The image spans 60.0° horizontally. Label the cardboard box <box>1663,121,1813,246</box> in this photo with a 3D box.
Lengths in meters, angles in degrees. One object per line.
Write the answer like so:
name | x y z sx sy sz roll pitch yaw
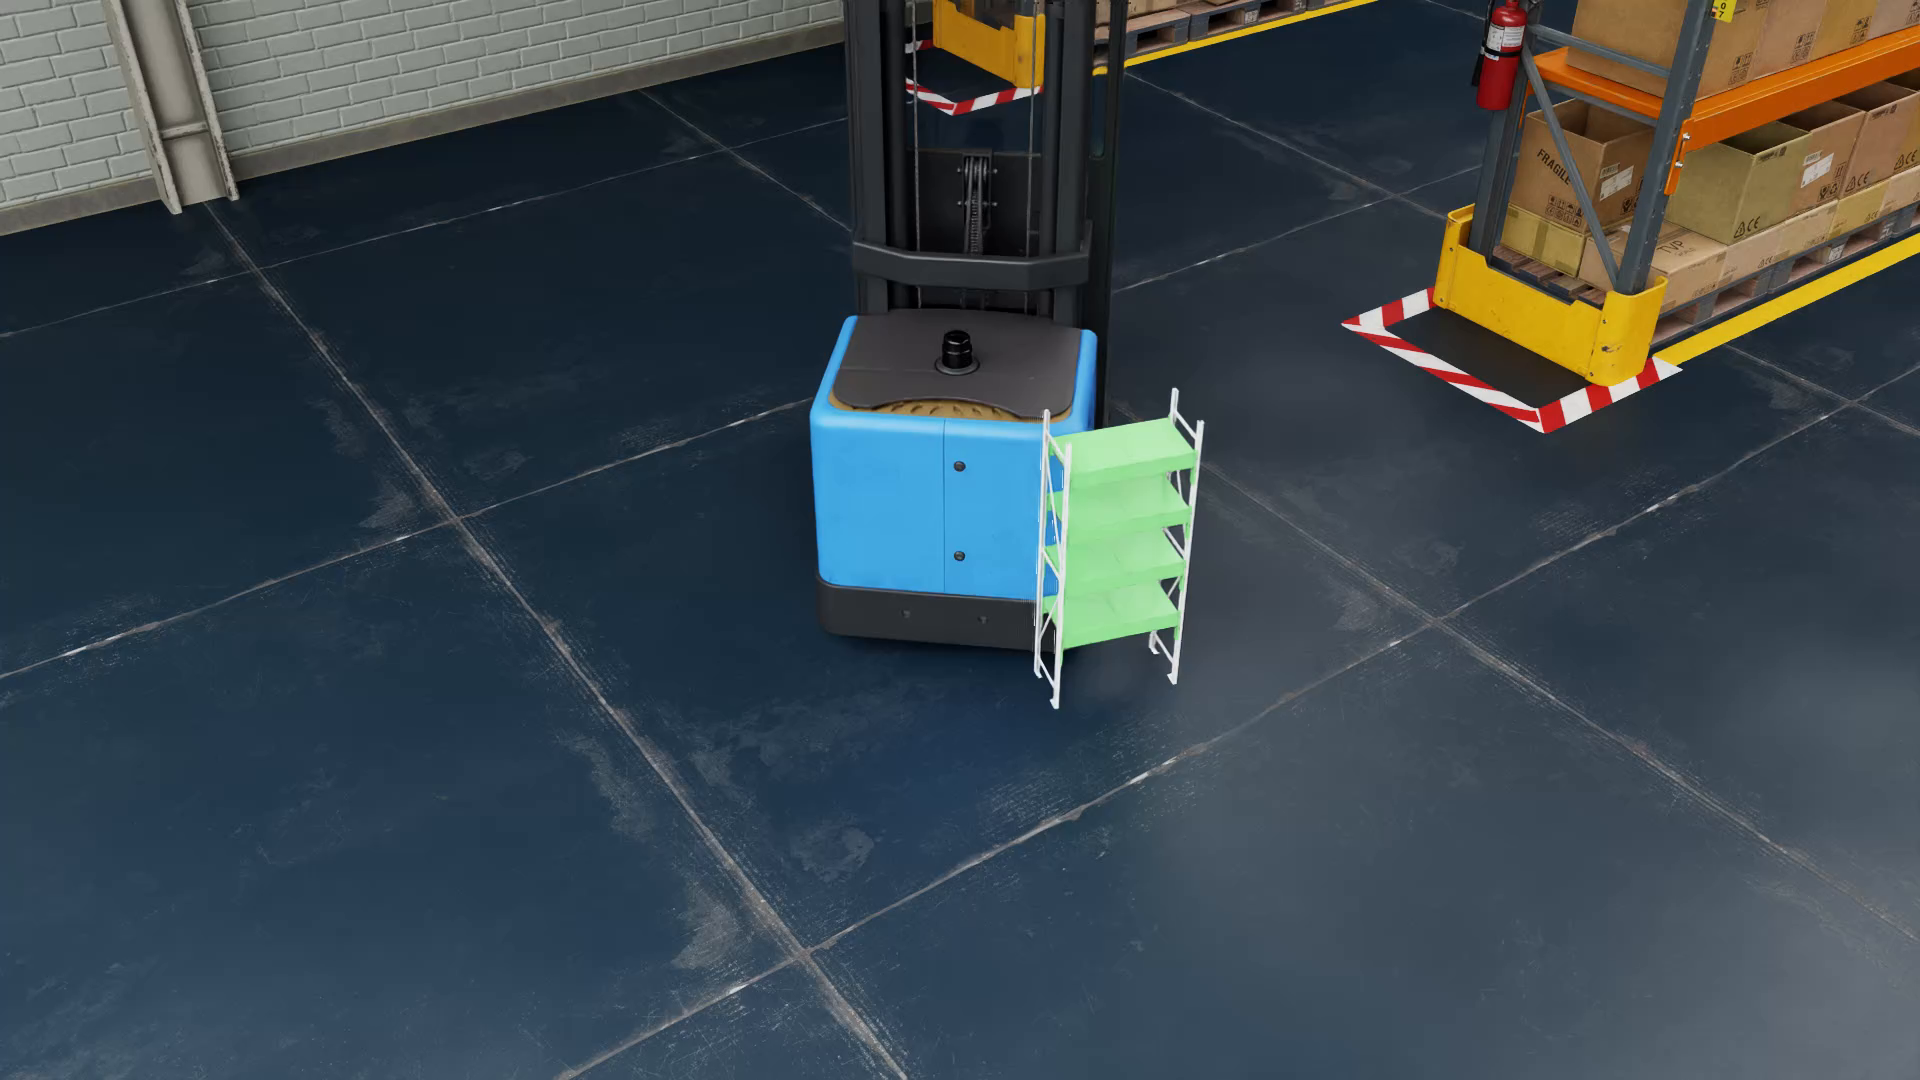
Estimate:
cardboard box | 4.020 -1.916 8.699 0.500 0.500 0.500 -22 41 -28

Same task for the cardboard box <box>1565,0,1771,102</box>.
cardboard box | 3.434 -2.506 8.080 0.500 0.500 0.700 -22 41 -28

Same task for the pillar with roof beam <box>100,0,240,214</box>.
pillar with roof beam | -2.162 -3.688 4.671 0.400 9.000 9.100 -22 41 -28

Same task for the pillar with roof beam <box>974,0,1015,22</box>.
pillar with roof beam | 2.743 -5.707 7.478 0.400 9.000 9.100 -22 41 -28

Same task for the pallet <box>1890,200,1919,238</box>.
pallet | 5.641 -2.280 10.240 1.213 0.211 1.003 -22 41 -28

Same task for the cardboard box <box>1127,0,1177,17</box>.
cardboard box | 1.272 -4.146 12.372 0.500 0.311 0.500 -19 40 -24

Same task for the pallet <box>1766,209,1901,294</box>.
pallet | 4.643 -1.868 9.666 1.213 0.211 1.003 -22 41 -28

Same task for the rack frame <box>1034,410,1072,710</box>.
rack frame | 0.335 0.096 6.087 0.015 1.200 0.240 -11 38 -14

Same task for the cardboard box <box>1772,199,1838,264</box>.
cardboard box | 4.427 -1.781 9.152 0.500 0.250 0.500 -22 41 -28

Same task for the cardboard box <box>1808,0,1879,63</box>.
cardboard box | 4.270 -2.849 8.557 0.500 0.500 0.700 -22 41 -28

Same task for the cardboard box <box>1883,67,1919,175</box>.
cardboard box | 5.240 -2.426 9.407 0.500 0.500 0.500 -22 41 -28

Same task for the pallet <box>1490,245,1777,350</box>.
pallet | 3.646 -1.460 9.099 1.213 0.211 1.003 -22 41 -28

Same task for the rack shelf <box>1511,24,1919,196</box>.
rack shelf | 4.680 -2.695 9.044 4.000 0.370 1.077 -22 41 -28

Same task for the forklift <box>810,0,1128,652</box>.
forklift | 0.128 -1.600 6.965 1.130 2.935 3.031 4 36 6

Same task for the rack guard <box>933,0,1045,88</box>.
rack guard | 0.251 -3.688 11.950 0.348 0.500 1.175 -22 41 -28

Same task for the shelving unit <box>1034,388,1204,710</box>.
shelving unit | 0.568 0.052 6.147 0.503 1.200 0.258 -11 38 -14

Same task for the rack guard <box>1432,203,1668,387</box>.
rack guard | 3.026 -1.292 8.618 0.348 0.500 1.175 -22 41 -28

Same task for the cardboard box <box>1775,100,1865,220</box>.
cardboard box | 4.421 -2.091 8.941 0.500 0.500 0.500 -22 41 -28

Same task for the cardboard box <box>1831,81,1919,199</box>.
cardboard box | 4.840 -2.251 9.163 0.500 0.500 0.500 -22 41 -28

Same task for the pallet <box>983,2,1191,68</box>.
pallet | 0.935 -3.827 12.391 1.213 0.211 1.003 -22 41 -28

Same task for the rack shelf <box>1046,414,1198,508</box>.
rack shelf | 0.569 -0.283 5.901 0.480 0.148 0.258 -11 38 -14

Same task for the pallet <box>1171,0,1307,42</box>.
pallet | 1.932 -4.235 12.958 1.213 0.211 1.003 -22 41 -28

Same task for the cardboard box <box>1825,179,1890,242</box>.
cardboard box | 4.839 -1.947 9.383 0.500 0.250 0.500 -22 41 -28

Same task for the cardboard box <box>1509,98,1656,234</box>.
cardboard box | 3.312 -1.996 8.809 0.500 0.500 0.500 -22 41 -28

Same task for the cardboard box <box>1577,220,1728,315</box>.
cardboard box | 3.612 -1.443 8.682 0.500 0.250 0.500 -22 41 -28

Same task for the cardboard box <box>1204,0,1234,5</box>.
cardboard box | 1.901 -4.446 12.626 0.500 0.500 0.700 -25 43 -31

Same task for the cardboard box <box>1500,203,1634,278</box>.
cardboard box | 3.314 -1.690 9.026 0.500 0.250 0.500 -22 41 -28

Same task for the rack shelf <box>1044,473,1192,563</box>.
rack shelf | 0.568 -0.090 6.043 0.480 0.148 0.258 -11 38 -14

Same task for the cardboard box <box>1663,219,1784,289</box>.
cardboard box | 4.019 -1.613 8.919 0.500 0.250 0.500 -22 41 -28

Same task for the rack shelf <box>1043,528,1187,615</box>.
rack shelf | 0.567 0.104 6.185 0.480 0.148 0.258 -11 38 -14

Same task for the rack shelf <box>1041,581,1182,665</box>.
rack shelf | 0.567 0.297 6.327 0.480 0.148 0.258 -11 38 -14

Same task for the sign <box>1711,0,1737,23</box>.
sign | 3.360 -2.431 7.252 0.005 0.325 0.100 -22 41 -28

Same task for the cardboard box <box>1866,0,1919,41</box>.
cardboard box | 4.698 -3.028 8.806 0.500 0.500 0.700 -21 41 -27

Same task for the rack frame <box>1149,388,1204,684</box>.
rack frame | 0.800 0.009 6.207 0.015 1.200 0.240 -11 38 -14

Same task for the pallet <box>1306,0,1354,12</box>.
pallet | 2.930 -4.648 13.532 1.213 0.211 1.003 -22 41 -28

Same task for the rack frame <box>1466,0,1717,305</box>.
rack frame | 3.045 -2.314 7.899 0.127 3.000 1.000 -22 41 -28

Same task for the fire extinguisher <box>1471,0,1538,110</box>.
fire extinguisher | 2.681 -2.465 8.175 0.183 0.674 0.296 -22 41 -28

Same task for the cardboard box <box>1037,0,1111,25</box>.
cardboard box | 0.806 -3.954 12.105 0.500 0.311 0.500 -28 44 -33

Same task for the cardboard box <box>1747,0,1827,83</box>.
cardboard box | 3.861 -2.685 8.329 0.500 0.500 0.700 -21 41 -27

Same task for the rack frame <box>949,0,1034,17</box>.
rack frame | 0.189 -4.677 11.185 0.127 3.000 1.000 -22 41 -28

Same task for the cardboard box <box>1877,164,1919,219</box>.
cardboard box | 5.247 -2.115 9.617 0.500 0.250 0.500 -22 41 -28
